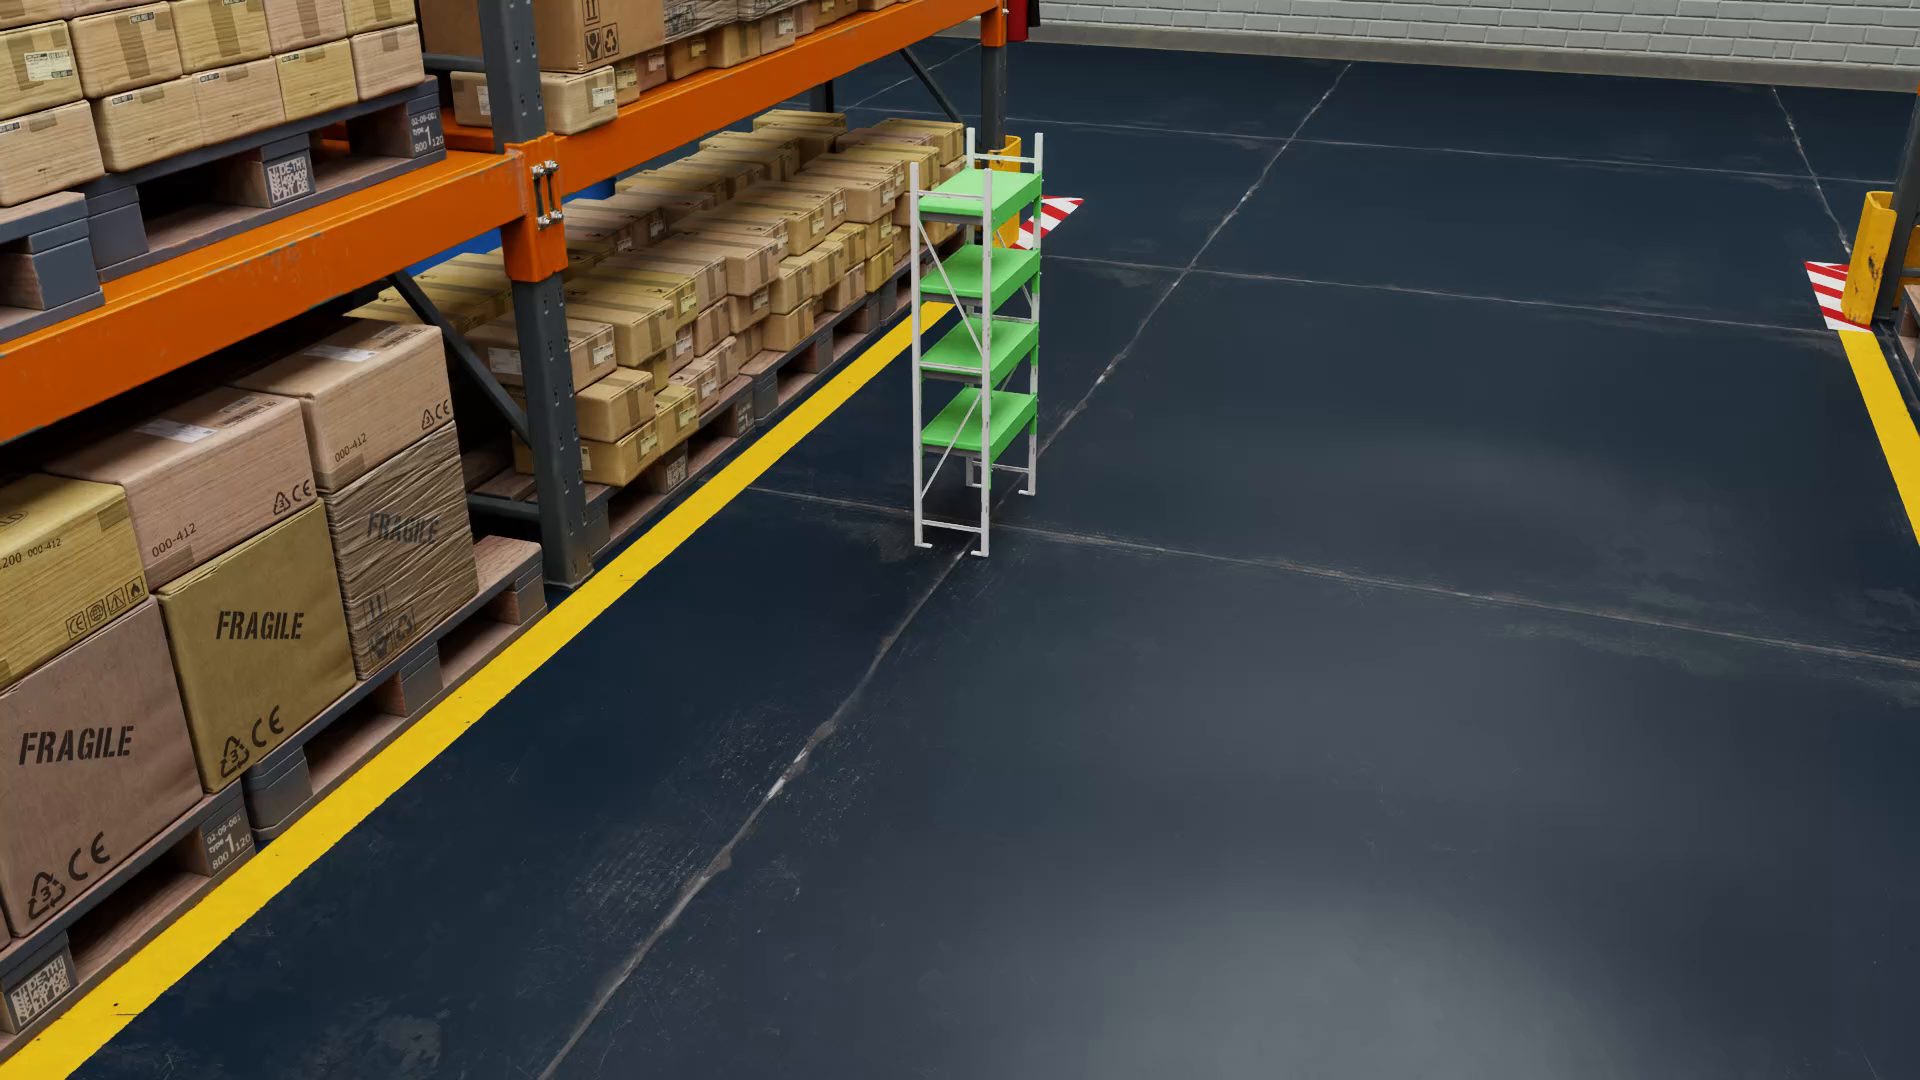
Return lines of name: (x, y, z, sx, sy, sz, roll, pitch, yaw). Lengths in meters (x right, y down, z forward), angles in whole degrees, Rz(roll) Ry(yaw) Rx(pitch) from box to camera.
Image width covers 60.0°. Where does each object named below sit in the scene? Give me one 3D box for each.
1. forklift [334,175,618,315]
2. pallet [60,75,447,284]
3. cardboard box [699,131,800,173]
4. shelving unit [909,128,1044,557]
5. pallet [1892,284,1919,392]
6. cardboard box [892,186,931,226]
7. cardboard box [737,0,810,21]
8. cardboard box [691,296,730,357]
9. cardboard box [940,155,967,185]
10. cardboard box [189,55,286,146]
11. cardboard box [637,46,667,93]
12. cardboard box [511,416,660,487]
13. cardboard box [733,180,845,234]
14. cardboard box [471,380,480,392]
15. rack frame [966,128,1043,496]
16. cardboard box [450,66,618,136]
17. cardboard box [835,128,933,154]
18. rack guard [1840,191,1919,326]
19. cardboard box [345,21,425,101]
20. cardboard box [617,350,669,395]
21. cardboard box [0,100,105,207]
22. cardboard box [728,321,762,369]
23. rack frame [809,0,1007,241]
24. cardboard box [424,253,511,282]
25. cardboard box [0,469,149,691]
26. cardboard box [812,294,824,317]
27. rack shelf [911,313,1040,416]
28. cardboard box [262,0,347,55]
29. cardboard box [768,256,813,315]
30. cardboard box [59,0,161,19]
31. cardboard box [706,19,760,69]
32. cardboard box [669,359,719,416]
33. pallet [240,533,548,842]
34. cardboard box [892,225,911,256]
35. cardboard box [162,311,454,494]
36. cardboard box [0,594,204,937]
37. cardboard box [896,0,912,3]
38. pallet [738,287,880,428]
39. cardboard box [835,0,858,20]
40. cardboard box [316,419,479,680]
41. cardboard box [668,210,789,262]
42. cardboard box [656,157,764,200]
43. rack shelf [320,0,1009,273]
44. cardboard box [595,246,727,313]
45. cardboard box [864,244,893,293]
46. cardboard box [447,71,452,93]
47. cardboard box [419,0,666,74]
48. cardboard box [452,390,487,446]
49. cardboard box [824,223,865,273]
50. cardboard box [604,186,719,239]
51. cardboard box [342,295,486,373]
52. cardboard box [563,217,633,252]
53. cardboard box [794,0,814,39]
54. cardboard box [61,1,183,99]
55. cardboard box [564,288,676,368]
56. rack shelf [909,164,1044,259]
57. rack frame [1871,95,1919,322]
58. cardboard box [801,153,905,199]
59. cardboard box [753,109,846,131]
forklift: (-2.978, -2.248, 6.530, 3.031, 2.935, 1.130, -7, 27, -14)
pallet: (-1.989, -0.914, 3.916, 1.003, 0.211, 1.213, 9, 27, 17)
cardboard box: (-0.944, -1.729, 7.486, 0.380, 0.149, 0.250, 9, 27, 17)
shelving unit: (0.055, -0.608, 5.129, 0.258, 1.200, 0.503, 9, 27, 17)
pallet: (4.243, -0.666, 6.383, 1.003, 0.211, 1.213, 9, 27, 17)
cardboard box: (-0.344, -1.505, 7.364, 0.380, 0.149, 0.250, 8, 27, 15)
cardboard box: (-0.836, -2.045, 5.576, 0.500, 0.500, 0.500, 8, 27, 16)
cardboard box: (-1.036, -0.769, 5.844, 0.380, 0.149, 0.250, 7, 27, 15)
cardboard box: (-0.173, -1.719, 7.806, 0.380, 0.149, 0.250, 8, 27, 16)
cardboard box: (-1.714, -0.968, 3.614, 0.380, 0.149, 0.250, 9, 27, 17)
cardboard box: (-1.140, -1.483, 5.160, 0.380, 0.149, 0.250, 8, 27, 15)
cardboard box: (-1.173, -0.302, 5.222, 0.380, 0.149, 0.250, 8, 27, 15)
cardboard box: (-0.683, -1.329, 6.659, 0.380, 0.149, 0.250, 8, 27, 16)
cardboard box: (-1.714, -0.622, 5.540, 0.380, 0.149, 0.250, 7, 27, 15)
rack frame: (0.136, -0.708, 5.336, 0.240, 1.200, 0.015, 9, 27, 17)
cardboard box: (-1.195, -1.249, 4.676, 0.380, 0.149, 0.250, 10, 28, 19)
cardboard box: (-0.341, -1.762, 7.553, 0.380, 0.149, 0.250, 9, 27, 18)
rack guard: (4.443, -1.146, 7.043, 1.175, 0.500, 0.348, 9, 27, 17)
cardboard box: (-1.543, -1.177, 4.046, 0.380, 0.149, 0.250, 8, 27, 16)
cardboard box: (-1.176, -0.553, 5.398, 0.380, 0.149, 0.250, 9, 27, 18)
cardboard box: (-1.885, -0.750, 3.164, 0.380, 0.149, 0.250, 8, 27, 15)
cardboard box: (-0.957, -0.749, 6.143, 0.380, 0.149, 0.250, 8, 27, 15)
rack frame: (-0.266, -2.937, 7.874, 1.000, 3.000, 0.127, 9, 27, 17)
cardboard box: (-1.601, -0.865, 5.701, 0.380, 0.149, 0.250, 8, 27, 17)
cardboard box: (-1.953, 0.076, 3.176, 0.500, 0.250, 0.500, 8, 27, 15)
cardboard box: (-0.765, -0.960, 6.581, 0.380, 0.149, 0.250, 10, 27, 19)
rack shelf: (0.055, -0.551, 5.157, 0.258, 0.148, 0.480, 9, 27, 17)
cardboard box: (-1.630, -1.203, 3.757, 0.380, 0.149, 0.250, 9, 27, 18)
cardboard box: (-0.778, -0.973, 6.265, 0.380, 0.149, 0.250, 9, 27, 17)
cardboard box: (-1.811, -1.119, 3.244, 0.380, 0.149, 0.250, 9, 27, 17)
cardboard box: (-0.898, -1.688, 5.583, 0.380, 0.149, 0.250, 9, 27, 18)
cardboard box: (-1.051, -0.521, 5.674, 0.380, 0.149, 0.250, 9, 27, 17)
pallet: (-1.855, 0.282, 4.426, 1.003, 0.211, 1.213, 9, 27, 17)
cardboard box: (-0.404, -1.380, 7.448, 0.380, 0.149, 0.250, 9, 27, 17)
cardboard box: (-1.607, -0.352, 4.061, 0.500, 0.250, 0.500, 8, 27, 16)
cardboard box: (-1.952, 0.404, 3.359, 0.500, 0.500, 0.500, 8, 27, 16)
cardboard box: (-0.359, -2.339, 6.927, 0.380, 0.149, 0.250, 9, 27, 19)
pallet: (-1.003, -0.822, 6.706, 1.003, 0.211, 1.213, 9, 27, 17)
cardboard box: (-0.620, -2.133, 6.501, 0.380, 0.149, 0.250, 8, 27, 15)
cardboard box: (-1.606, -0.017, 4.229, 0.500, 0.500, 0.500, 8, 27, 16)
cardboard box: (-0.862, -1.121, 6.231, 0.380, 0.149, 0.250, 8, 27, 15)
cardboard box: (-1.050, -1.503, 7.018, 0.380, 0.149, 0.250, 10, 28, 19)
rack shelf: (-0.932, -1.791, 6.334, 1.077, 0.370, 4.000, 9, 27, 17)
cardboard box: (-1.037, -0.905, 5.783, 0.380, 0.149, 0.250, 8, 27, 16)
cardboard box: (-0.500, -1.163, 6.999, 0.380, 0.149, 0.250, 8, 27, 15)
cardboard box: (-1.740, -1.453, 5.098, 0.380, 0.149, 0.250, 8, 27, 16)
cardboard box: (-1.195, -1.639, 4.737, 0.500, 0.500, 0.500, 8, 27, 16)
cardboard box: (-1.788, -0.410, 5.444, 0.380, 0.149, 0.250, 9, 27, 18)
cardboard box: (-0.607, -1.188, 6.709, 0.380, 0.149, 0.250, 10, 28, 20)
cardboard box: (-1.174, -1.284, 6.566, 0.380, 0.149, 0.250, 9, 27, 18)
cardboard box: (-1.725, -0.651, 5.259, 0.380, 0.149, 0.250, 10, 27, 19)
cardboard box: (-1.438, -1.085, 6.156, 0.380, 0.149, 0.250, 7, 27, 15)
cardboard box: (-0.757, -1.914, 6.050, 0.380, 0.149, 0.250, 10, 28, 19)
cardboard box: (-1.802, -0.988, 3.314, 0.380, 0.149, 0.250, 8, 27, 16)
cardboard box: (-1.140, -0.683, 5.326, 0.380, 0.149, 0.250, 10, 28, 20)
rack shelf: (0.055, -0.983, 4.948, 0.258, 0.148, 0.480, 9, 27, 17)
rack frame: (4.435, -2.261, 6.477, 1.000, 3.000, 0.127, 9, 27, 17)
cardboard box: (-0.454, -1.540, 7.094, 0.380, 0.149, 0.250, 8, 27, 15)
cardboard box: (-0.761, -1.945, 7.931, 0.380, 0.149, 0.250, 8, 27, 15)
